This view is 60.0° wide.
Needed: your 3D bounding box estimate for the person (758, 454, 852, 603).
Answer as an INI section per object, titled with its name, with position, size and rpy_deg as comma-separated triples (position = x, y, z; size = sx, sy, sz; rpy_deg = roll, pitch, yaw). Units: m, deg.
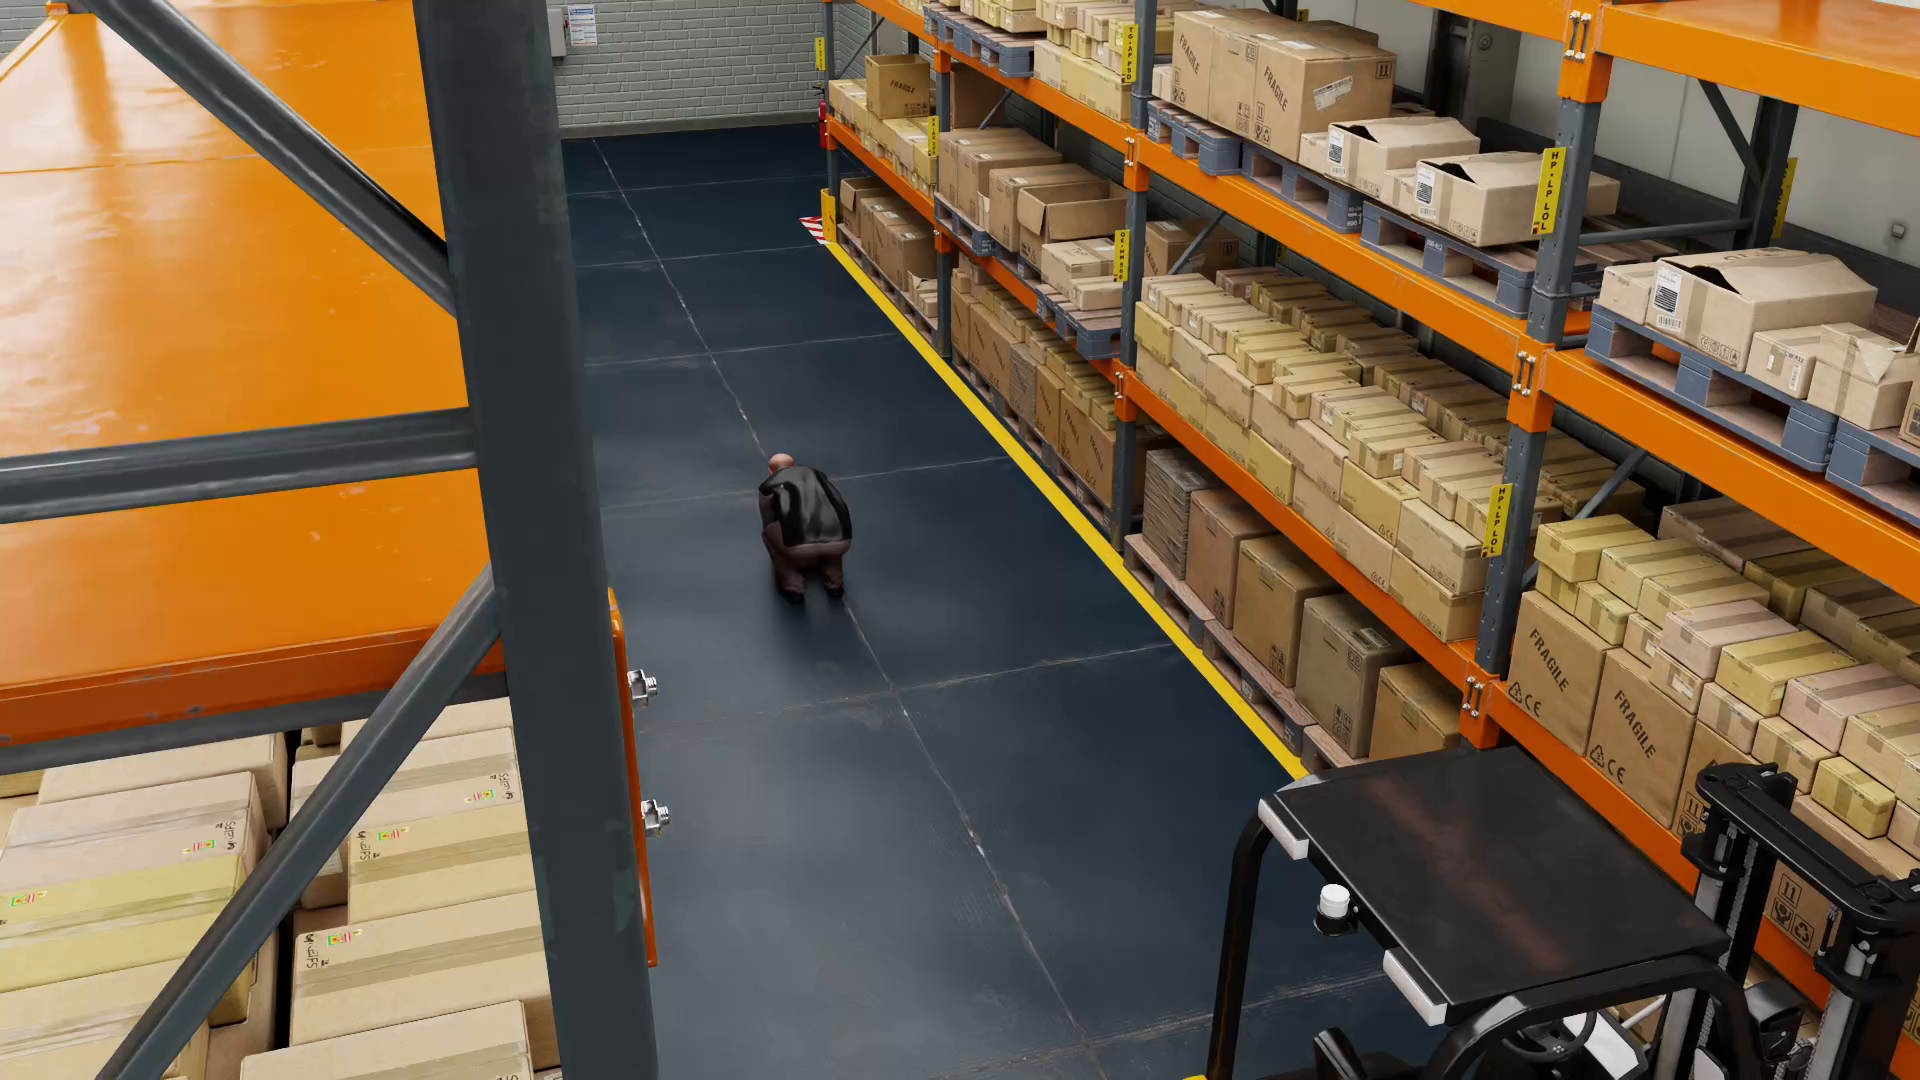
[person]
position = -1.006, -0.059, 10.658
size = 0.512, 0.806, 0.928
rpy_deg = -9, 27, -17
